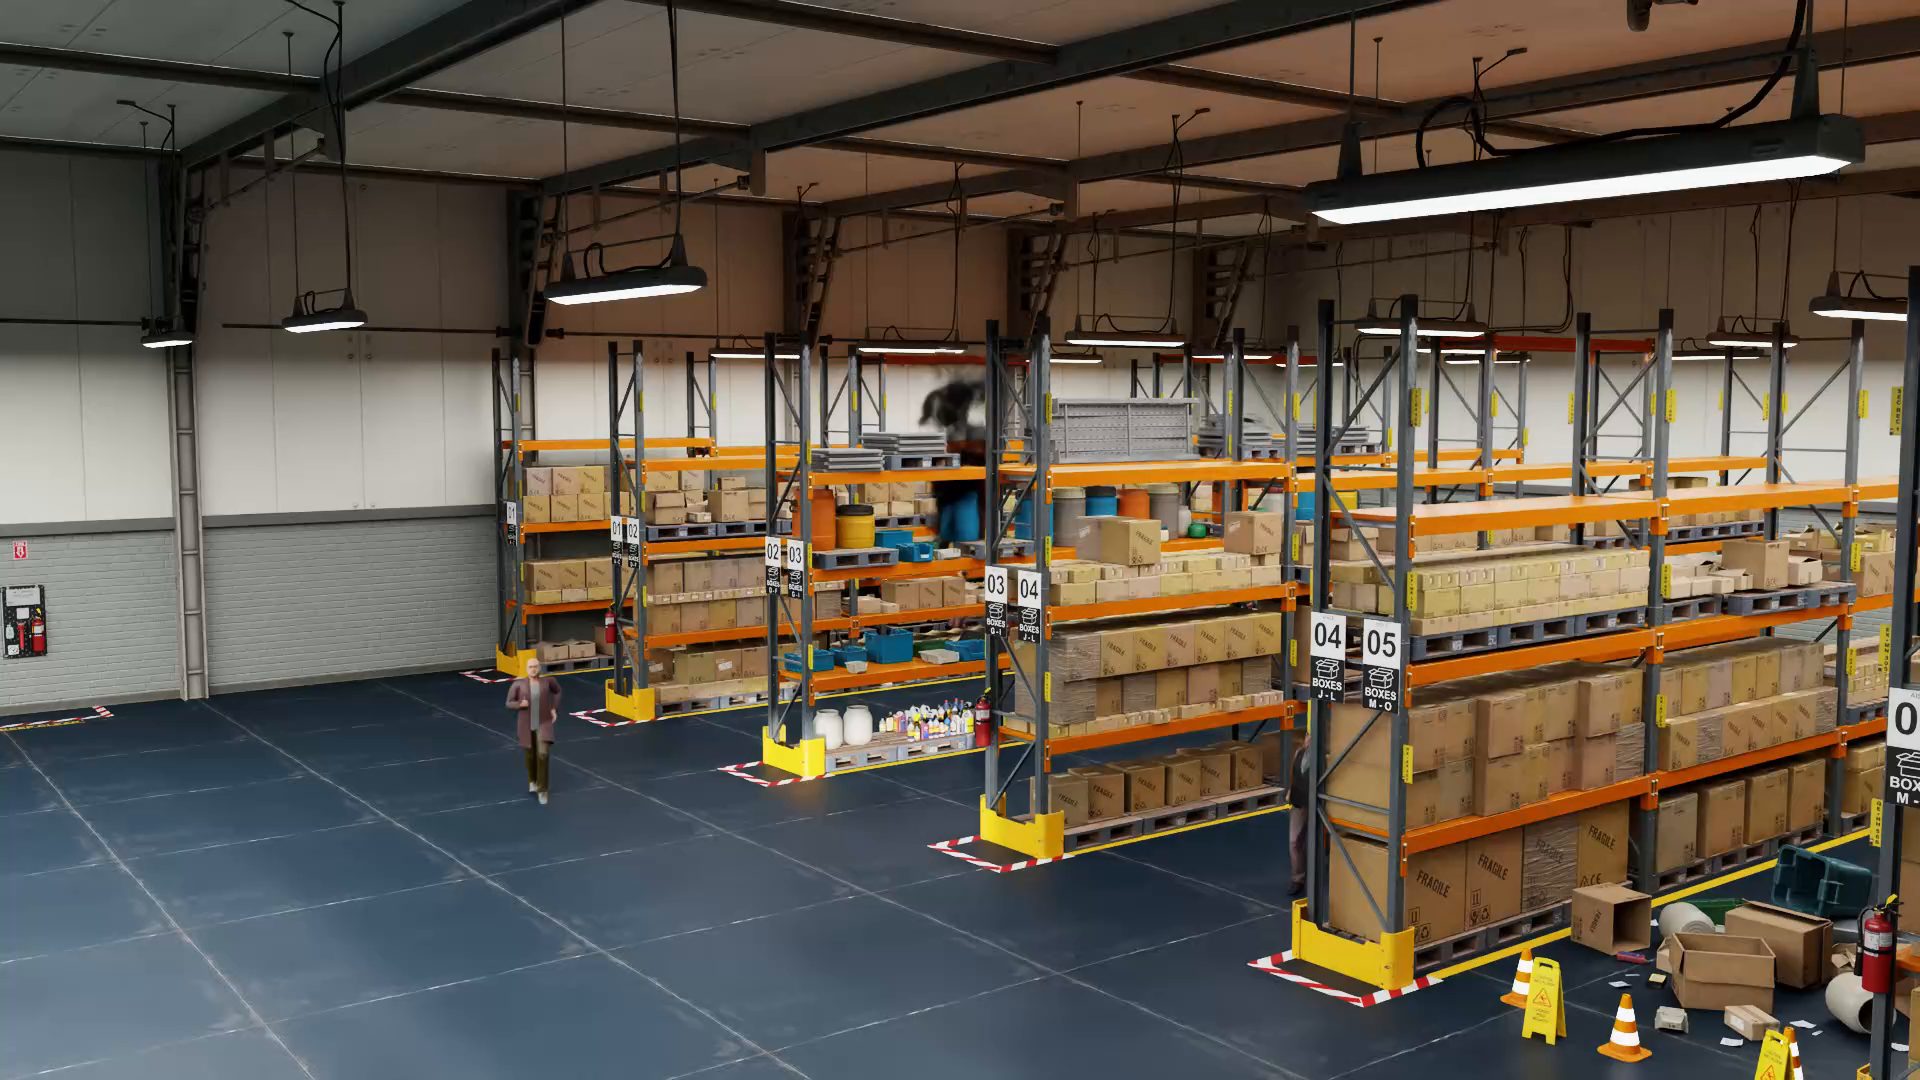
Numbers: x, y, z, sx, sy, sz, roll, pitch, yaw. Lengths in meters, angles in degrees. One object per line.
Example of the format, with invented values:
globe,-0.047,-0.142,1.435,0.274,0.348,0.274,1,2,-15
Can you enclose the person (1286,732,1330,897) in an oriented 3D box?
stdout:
person,3.683,2.801,17.362,0.662,1.721,0.880,4,7,41

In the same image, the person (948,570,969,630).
person,0.039,1.397,33.782,0.582,1.629,0.561,5,7,43

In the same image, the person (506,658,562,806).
person,-5.417,2.413,21.177,0.692,1.841,0.842,-1,5,-12
